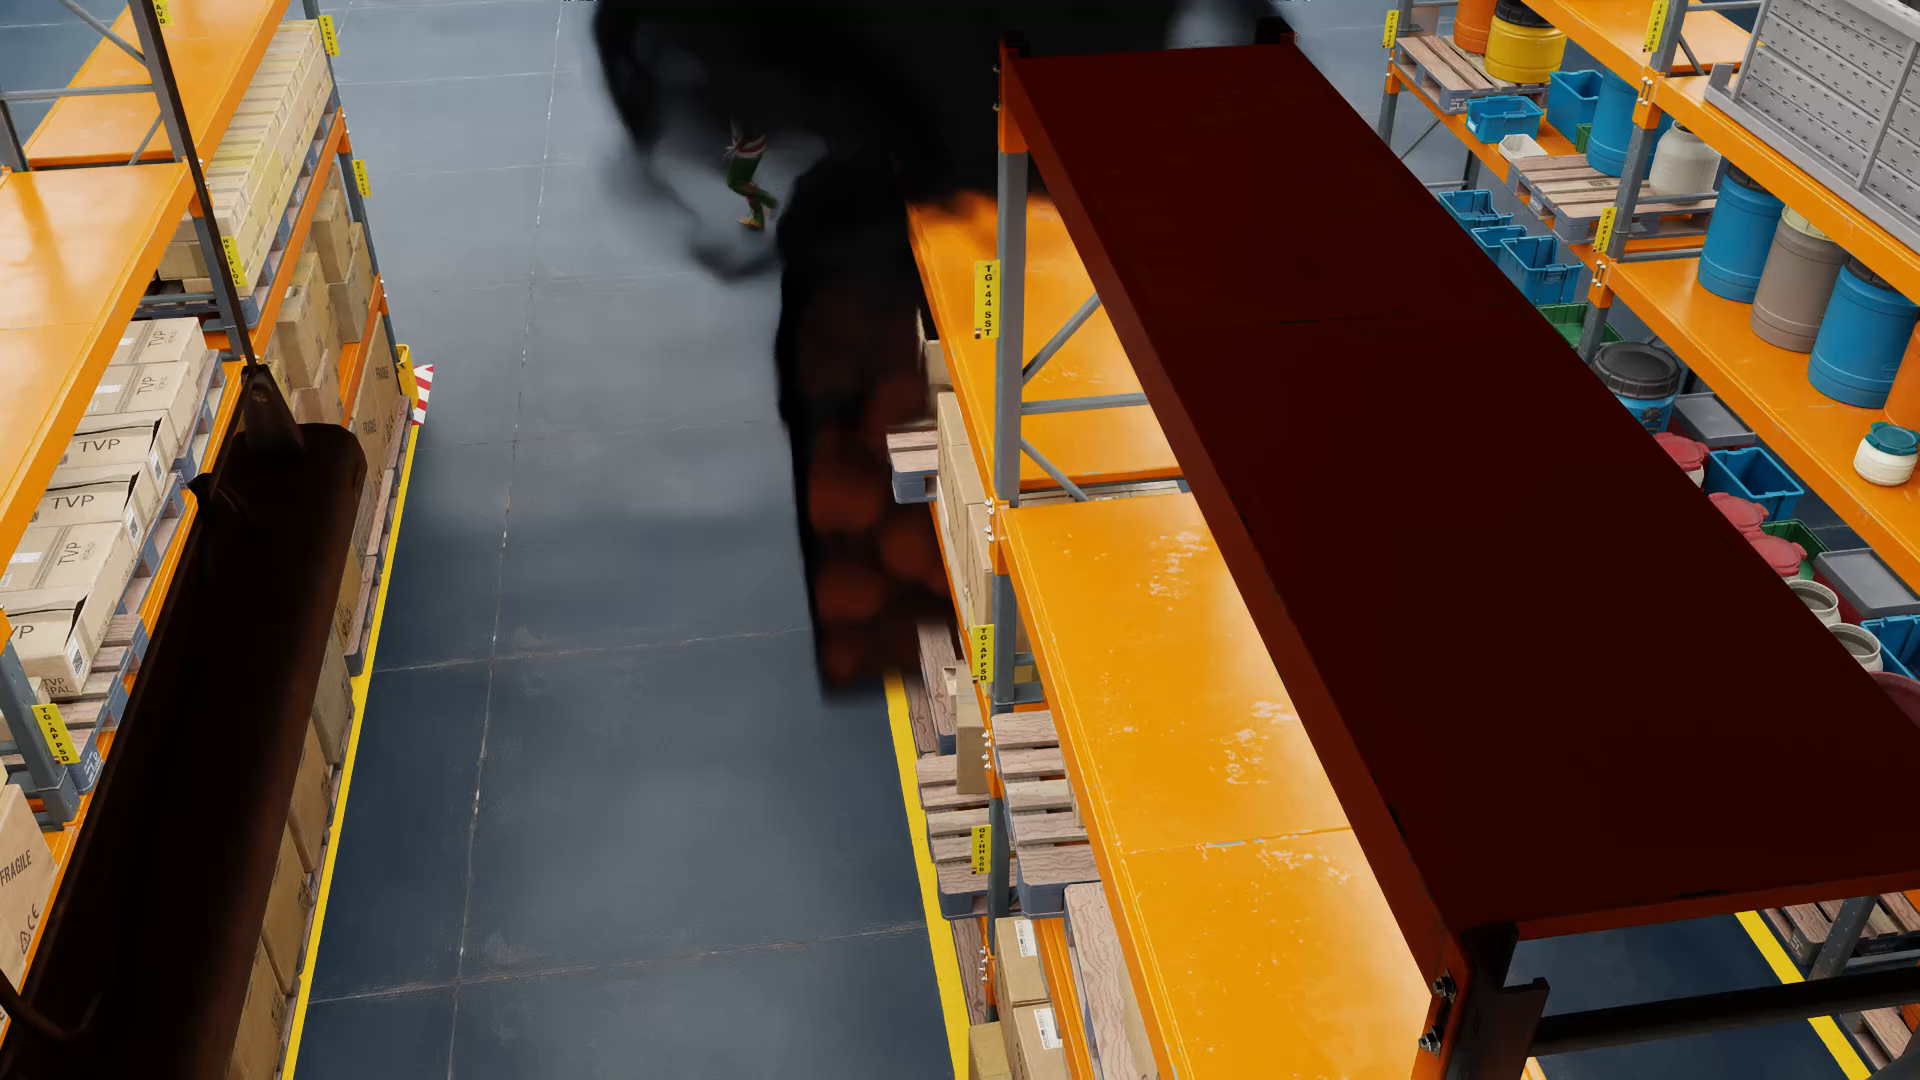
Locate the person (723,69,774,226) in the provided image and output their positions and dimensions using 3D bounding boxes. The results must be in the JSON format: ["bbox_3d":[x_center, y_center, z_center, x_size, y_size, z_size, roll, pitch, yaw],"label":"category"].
[{"bbox_3d":[-2.228,-4.148,17.643,0.600,1.741,0.657,15,39,19],"label":"person"}]
